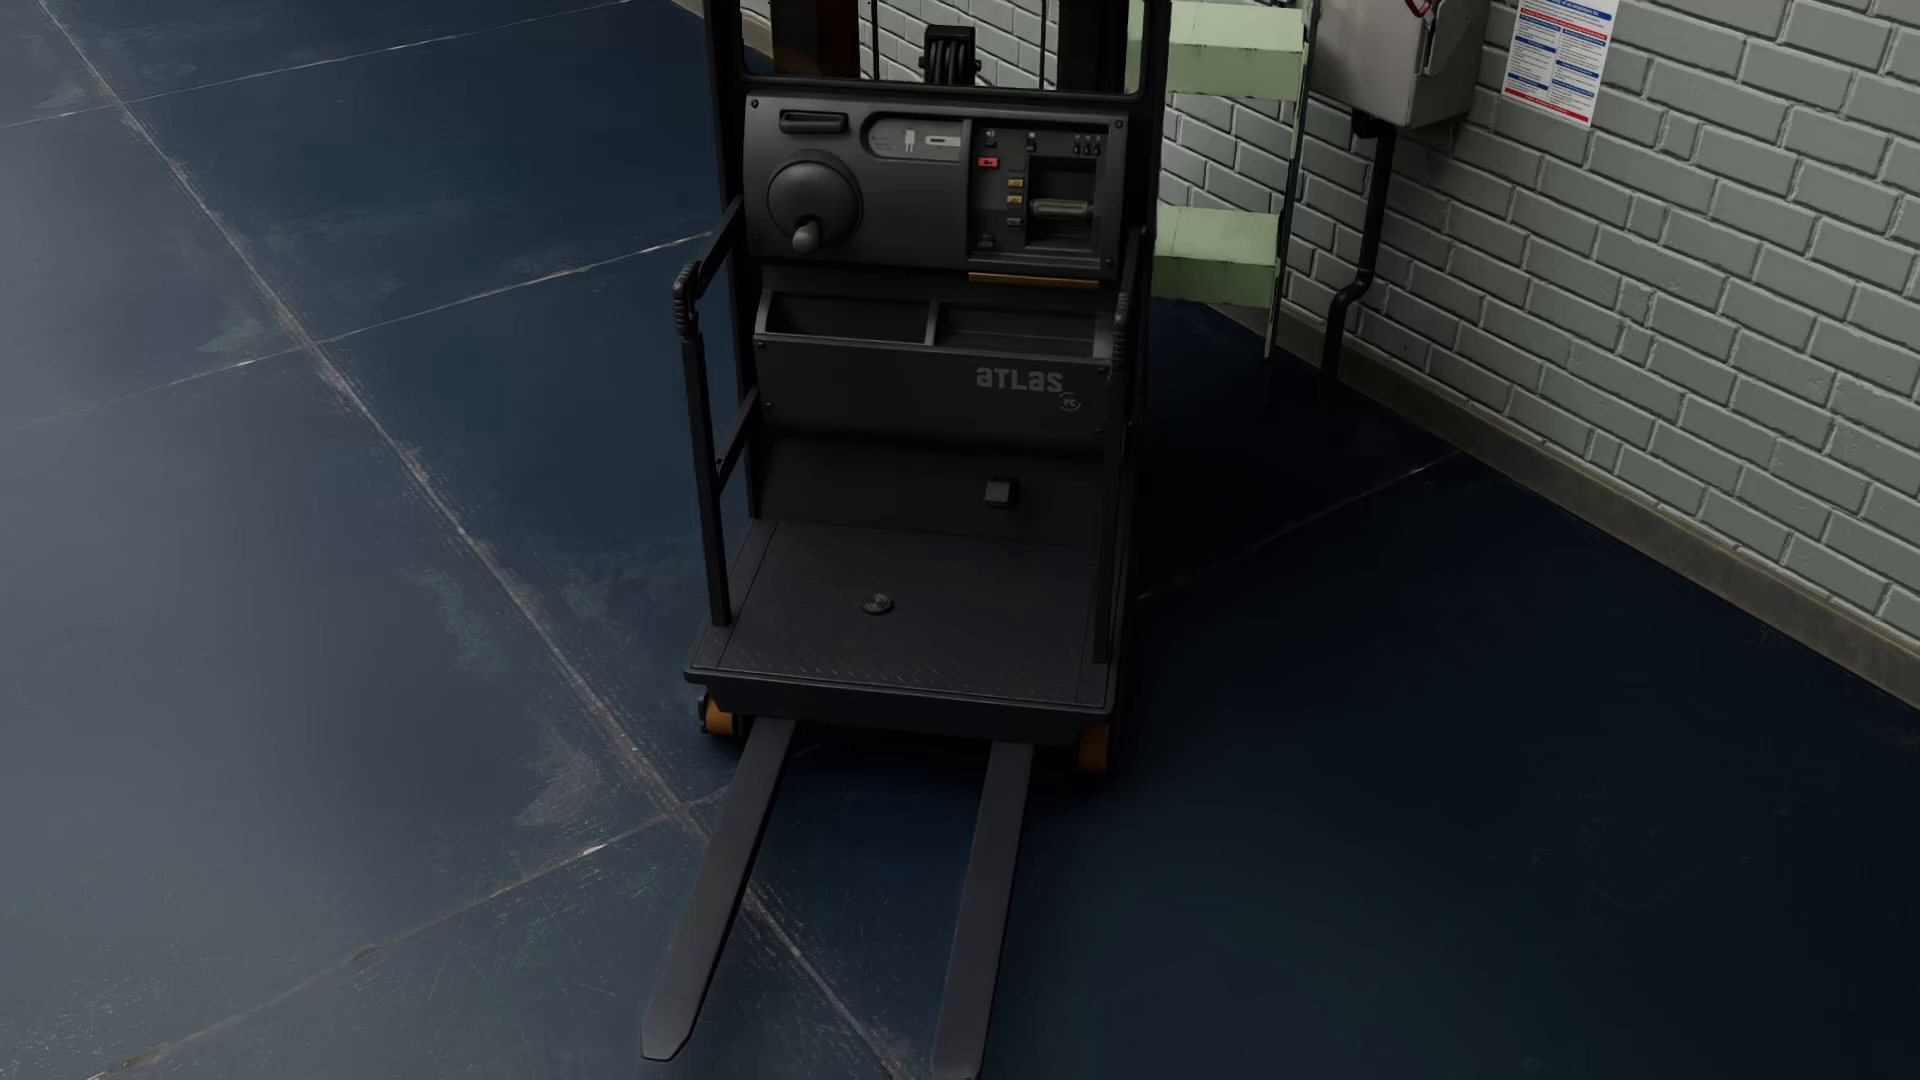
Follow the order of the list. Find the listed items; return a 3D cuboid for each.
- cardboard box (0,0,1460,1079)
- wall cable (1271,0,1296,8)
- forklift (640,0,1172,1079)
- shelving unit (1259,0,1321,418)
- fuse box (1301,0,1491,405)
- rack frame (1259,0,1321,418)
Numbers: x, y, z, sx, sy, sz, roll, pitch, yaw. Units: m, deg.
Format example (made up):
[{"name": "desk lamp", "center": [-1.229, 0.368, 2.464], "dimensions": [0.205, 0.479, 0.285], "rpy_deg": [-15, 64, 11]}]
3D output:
[{"name": "cardboard box", "center": [-5.440, -0.091, 4.049], "dimensions": [13.522, 1.550, 6.103], "rpy_deg": [-23, 42, -29]}, {"name": "wall cable", "center": [1.030, -2.482, 5.262], "dimensions": [0.122, 1.984, 0.588], "rpy_deg": [-22, 41, -28]}, {"name": "forklift", "center": [-0.110, -0.734, 3.836], "dimensions": [1.107, 2.843, 2.937], "rpy_deg": [5, 36, 7]}, {"name": "shelving unit", "center": [0.738, -1.193, 5.585], "dimensions": [0.755, 1.500, 0.400], "rpy_deg": [7, 36, 8]}, {"name": "fuse box", "center": [1.294, -1.168, 5.408], "dimensions": [0.414, 1.711, 0.539], "rpy_deg": [-22, 41, -28]}, {"name": "rack frame", "center": [1.098, -1.151, 5.531], "dimensions": [0.023, 1.500, 0.400], "rpy_deg": [7, 36, 8]}]
